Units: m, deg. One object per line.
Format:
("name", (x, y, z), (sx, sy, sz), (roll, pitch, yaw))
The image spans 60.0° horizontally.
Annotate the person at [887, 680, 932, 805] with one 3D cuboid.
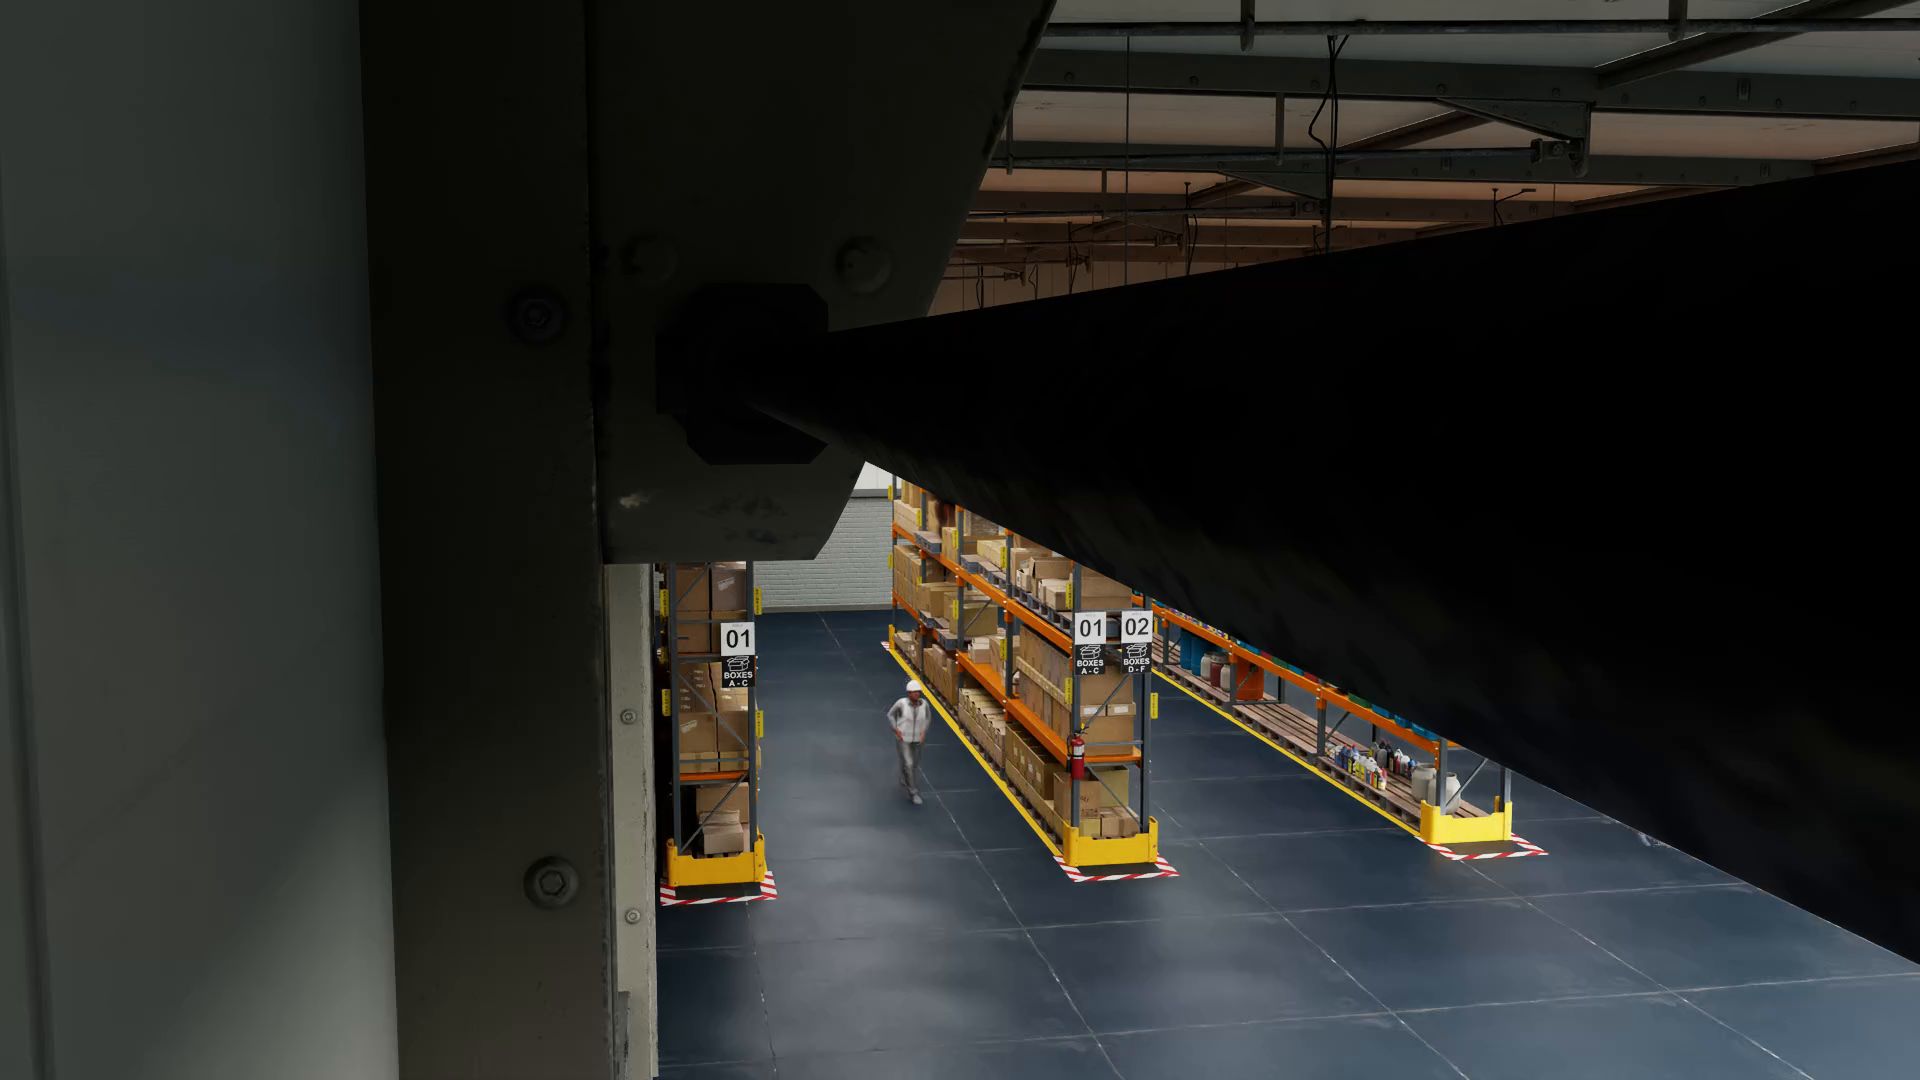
("person", (-0.736, 2.862, 23.996), (0.663, 1.763, 0.933), (-2, 7, -18))
